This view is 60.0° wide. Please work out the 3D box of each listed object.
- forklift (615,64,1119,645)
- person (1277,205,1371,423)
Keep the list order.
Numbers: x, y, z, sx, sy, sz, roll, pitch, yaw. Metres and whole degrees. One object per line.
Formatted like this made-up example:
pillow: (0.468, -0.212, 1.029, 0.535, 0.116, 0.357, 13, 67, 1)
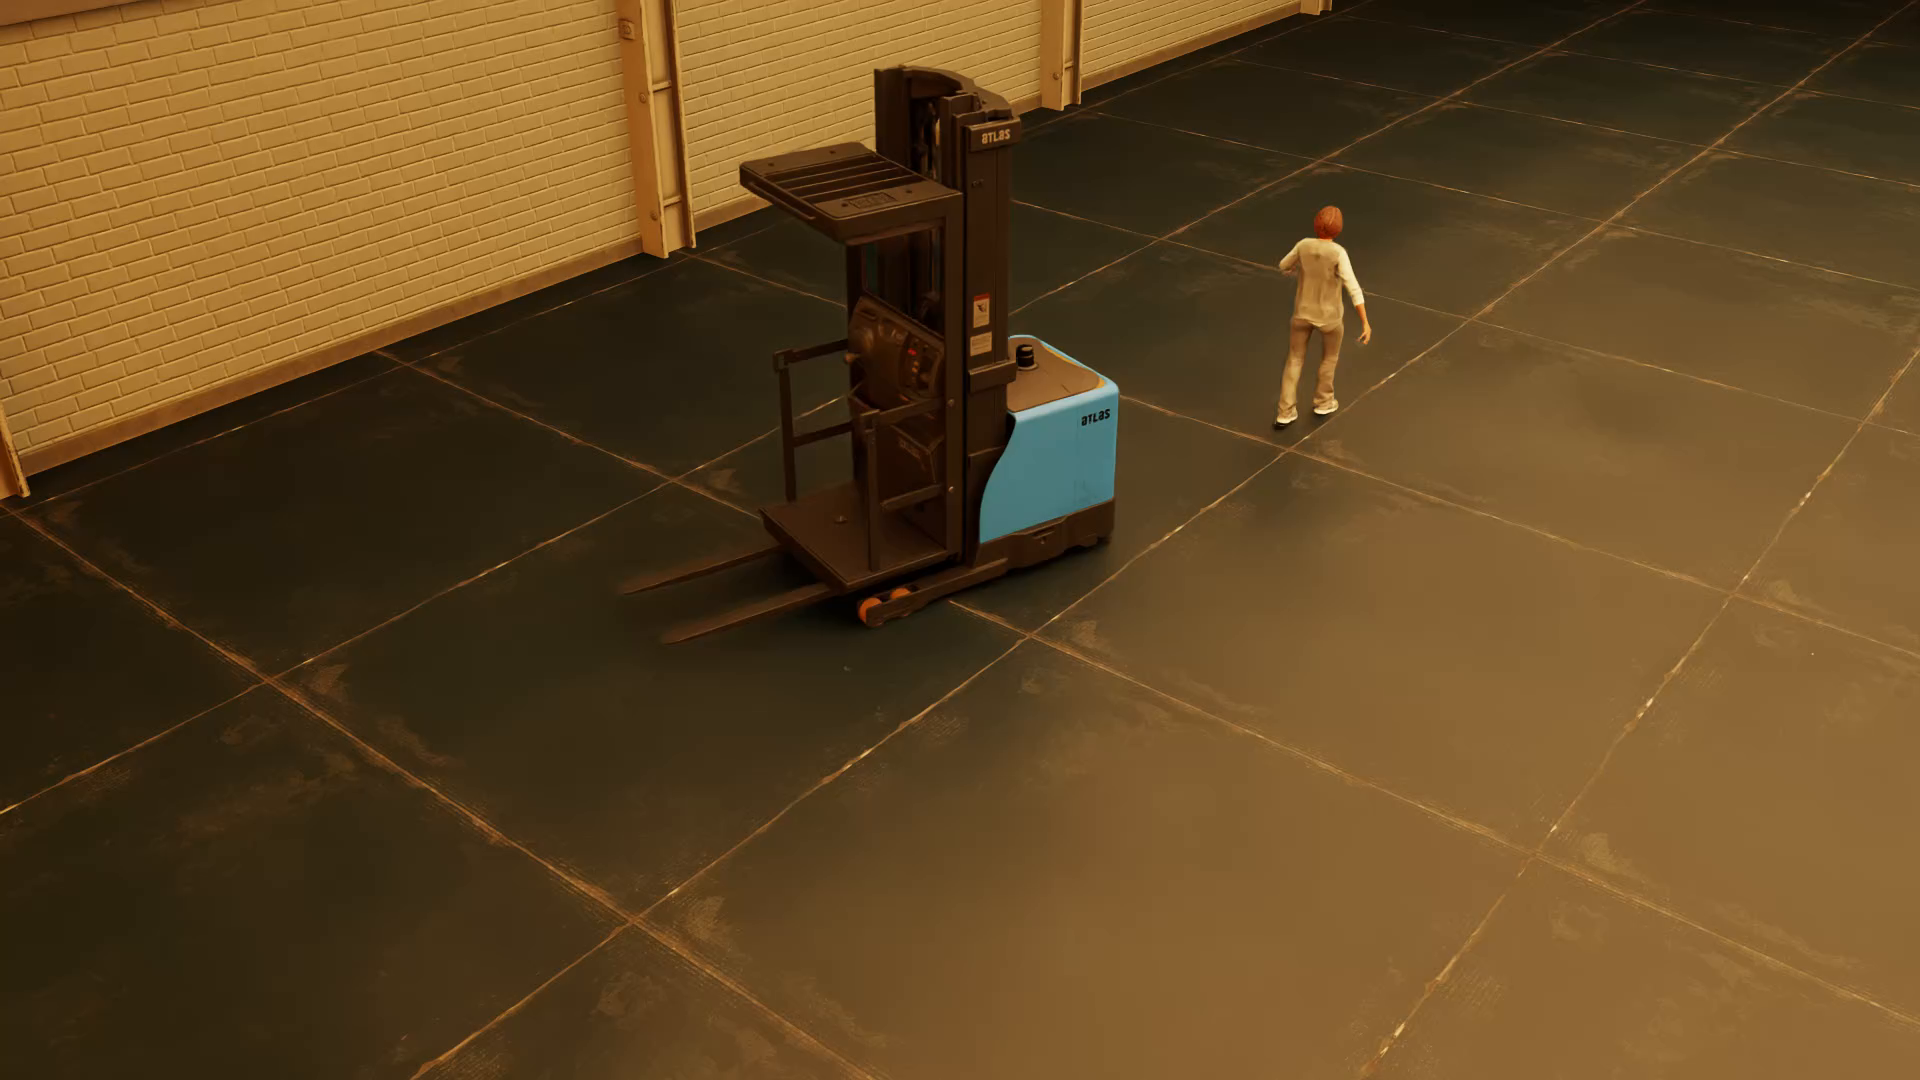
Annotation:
forklift: (-0.541, -1.065, 9.417, 3.031, 2.935, 1.130, -18, 35, -28)
person: (2.525, -1.564, 11.637, 0.812, 1.574, 0.703, 17, 34, 26)
